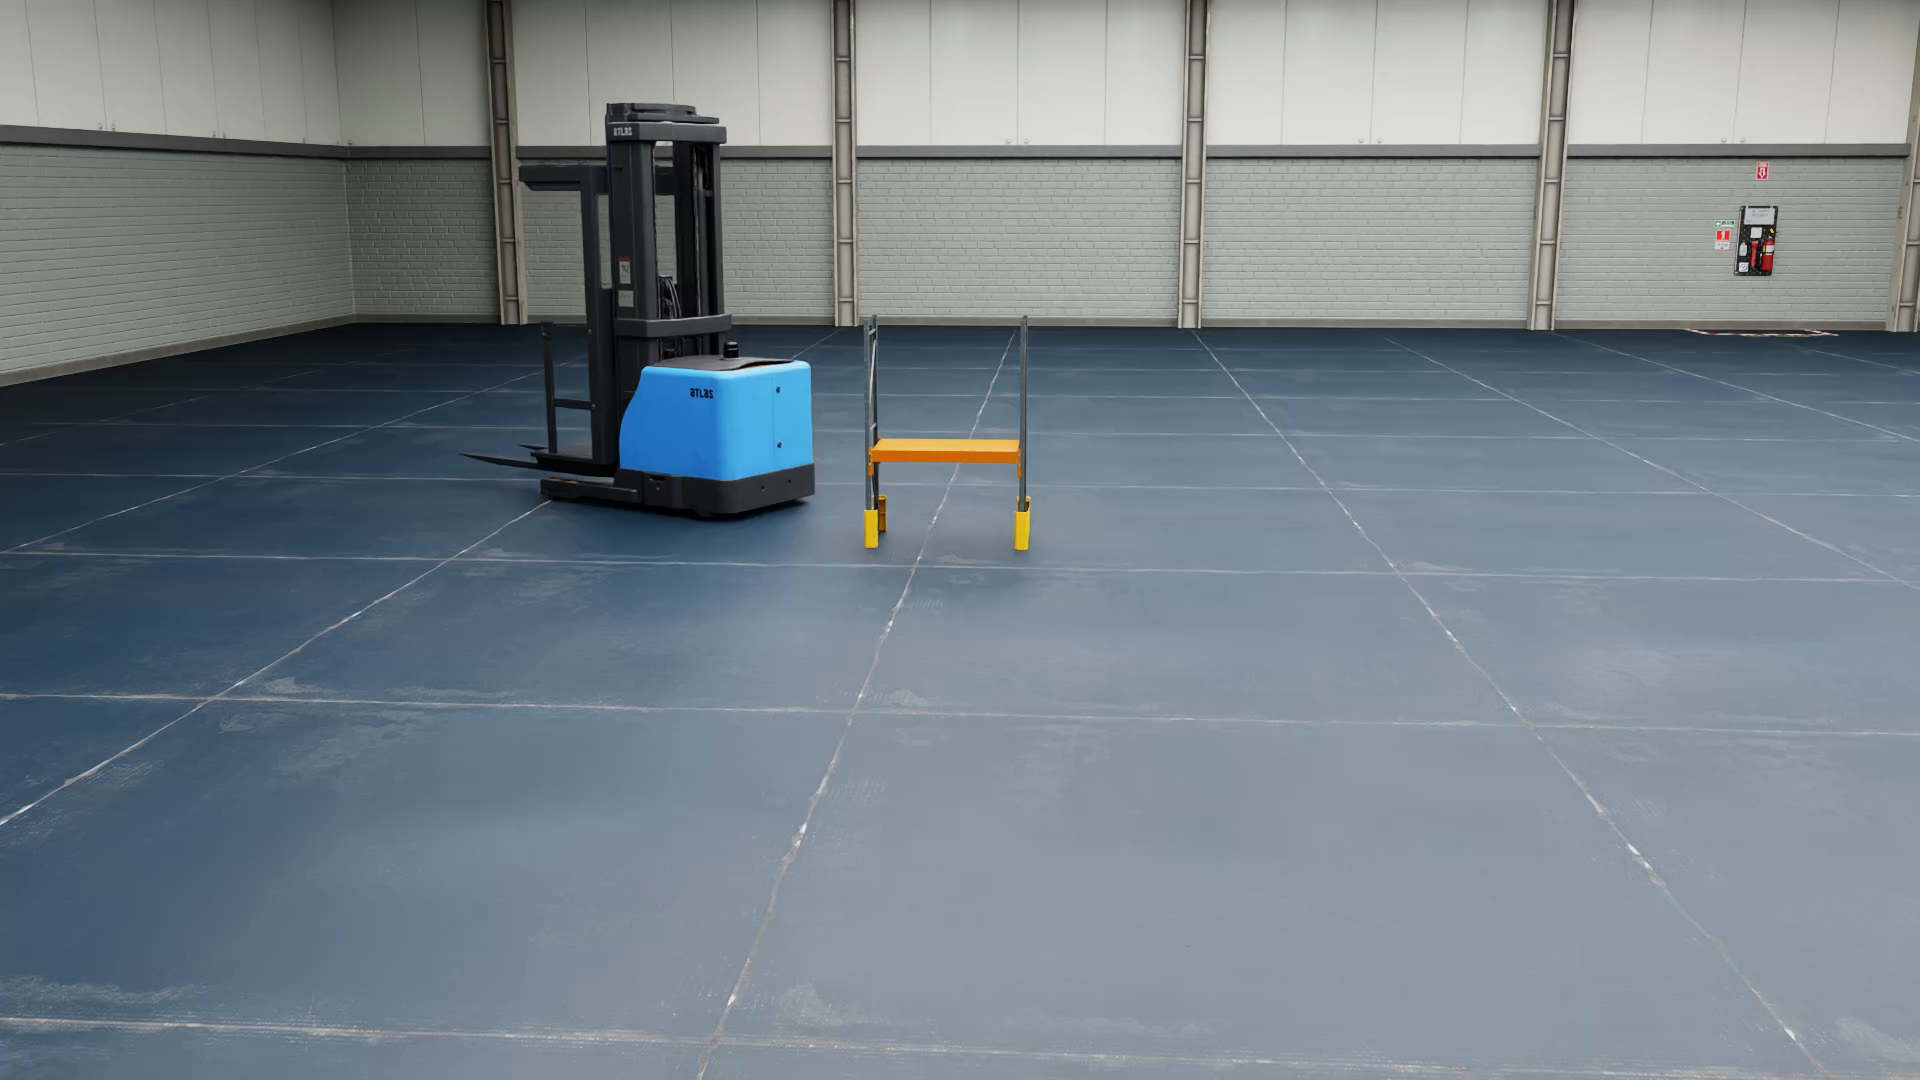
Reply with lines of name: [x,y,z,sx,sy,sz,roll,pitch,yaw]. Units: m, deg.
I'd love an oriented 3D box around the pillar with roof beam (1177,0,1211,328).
pillar with roof beam: [3.705,-7.236,23.882,0.400,9.000,9.100,1,12,4]

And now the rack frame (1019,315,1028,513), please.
rack frame: [0.422,-0.728,11.087,0.032,1.500,0.500,1,12,4]

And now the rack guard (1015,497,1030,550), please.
rack guard: [0.421,-0.117,11.215,0.087,0.250,0.587,1,12,4]

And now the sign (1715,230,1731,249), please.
sign: [12.958,-5.103,28.248,0.234,0.329,0.001,1,12,4]

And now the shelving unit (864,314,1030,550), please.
shelving unit: [-0.076,-0.735,11.119,1.083,1.500,0.587,1,12,4]

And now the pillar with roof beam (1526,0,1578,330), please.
pillar with roof beam: [9.692,-7.154,23.490,0.400,9.000,9.100,1,12,4]

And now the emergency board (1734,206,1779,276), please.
emergency board: [13.503,-5.056,28.115,0.643,1.169,0.194,1,12,4]

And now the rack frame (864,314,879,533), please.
rack frame: [-0.592,-0.742,11.153,0.032,1.500,0.500,1,12,4]

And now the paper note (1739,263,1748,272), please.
paper note: [13.331,-4.642,28.284,0.142,0.148,0.016,1,12,4]

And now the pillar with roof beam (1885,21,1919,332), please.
pillar with roof beam: [15.679,-7.072,23.097,0.400,9.000,9.100,1,12,4]

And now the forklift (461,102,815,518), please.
forklift: [-2.610,-1.801,12.719,3.031,2.935,1.130,8,14,33]

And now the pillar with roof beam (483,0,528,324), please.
pillar with roof beam: [-8.268,-7.400,24.667,0.400,9.000,9.100,1,12,4]

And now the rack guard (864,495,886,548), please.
rack guard: [-0.573,-0.130,11.280,0.087,0.250,0.587,1,12,4]

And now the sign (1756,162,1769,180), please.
sign: [13.502,-6.212,27.975,0.199,0.298,0.001,1,12,4]

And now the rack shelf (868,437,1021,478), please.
rack shelf: [-0.085,-0.559,11.157,1.000,0.185,0.538,1,12,4]

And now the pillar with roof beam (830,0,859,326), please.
pillar with roof beam: [-2.281,-7.318,24.274,0.400,9.000,9.100,1,12,4]

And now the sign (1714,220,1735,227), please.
sign: [12.962,-5.360,28.185,0.331,0.109,0.001,1,12,4]
